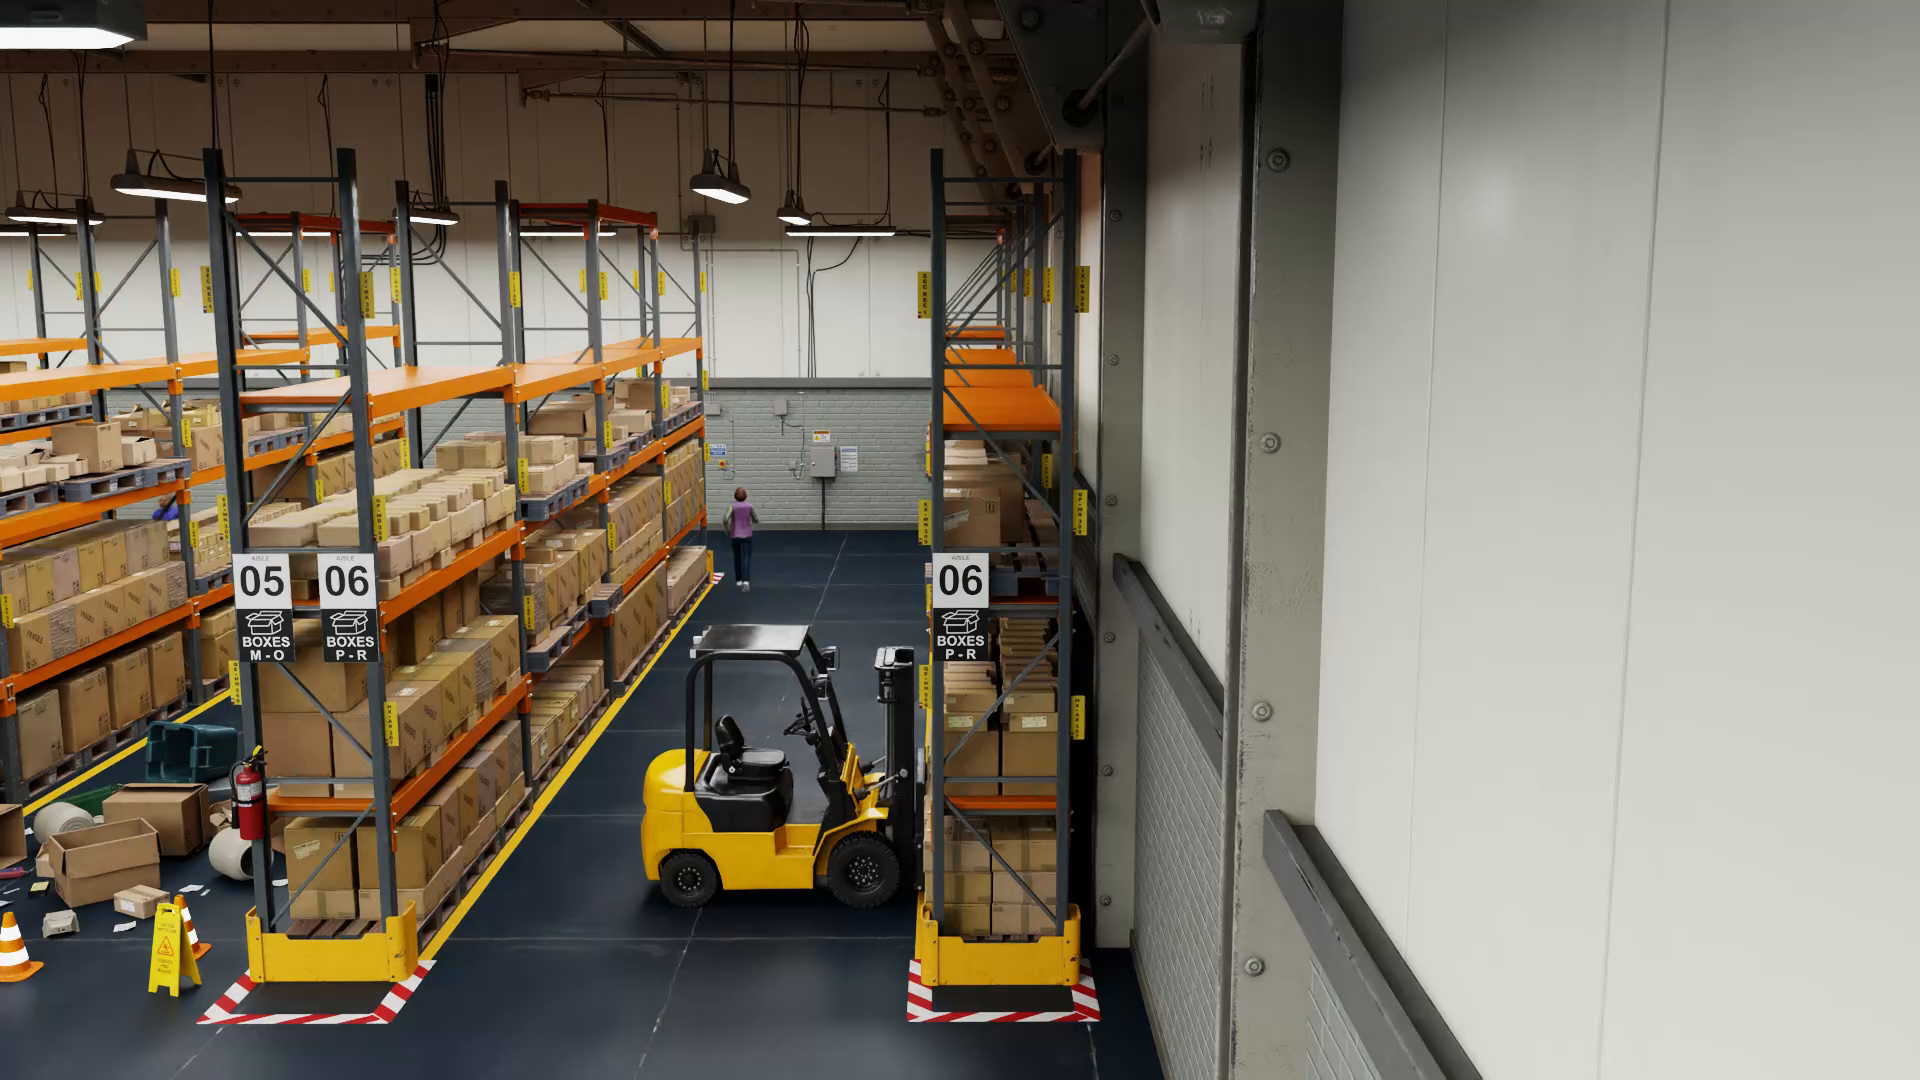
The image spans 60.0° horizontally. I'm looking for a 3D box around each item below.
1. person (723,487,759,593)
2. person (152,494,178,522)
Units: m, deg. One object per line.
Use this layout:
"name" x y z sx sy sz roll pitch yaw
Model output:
"person" -3.370 -0.012 25.640 0.539 1.599 0.831 -1 9 -7
"person" -12.932 0.038 27.262 0.604 1.597 0.612 -2 9 -13
